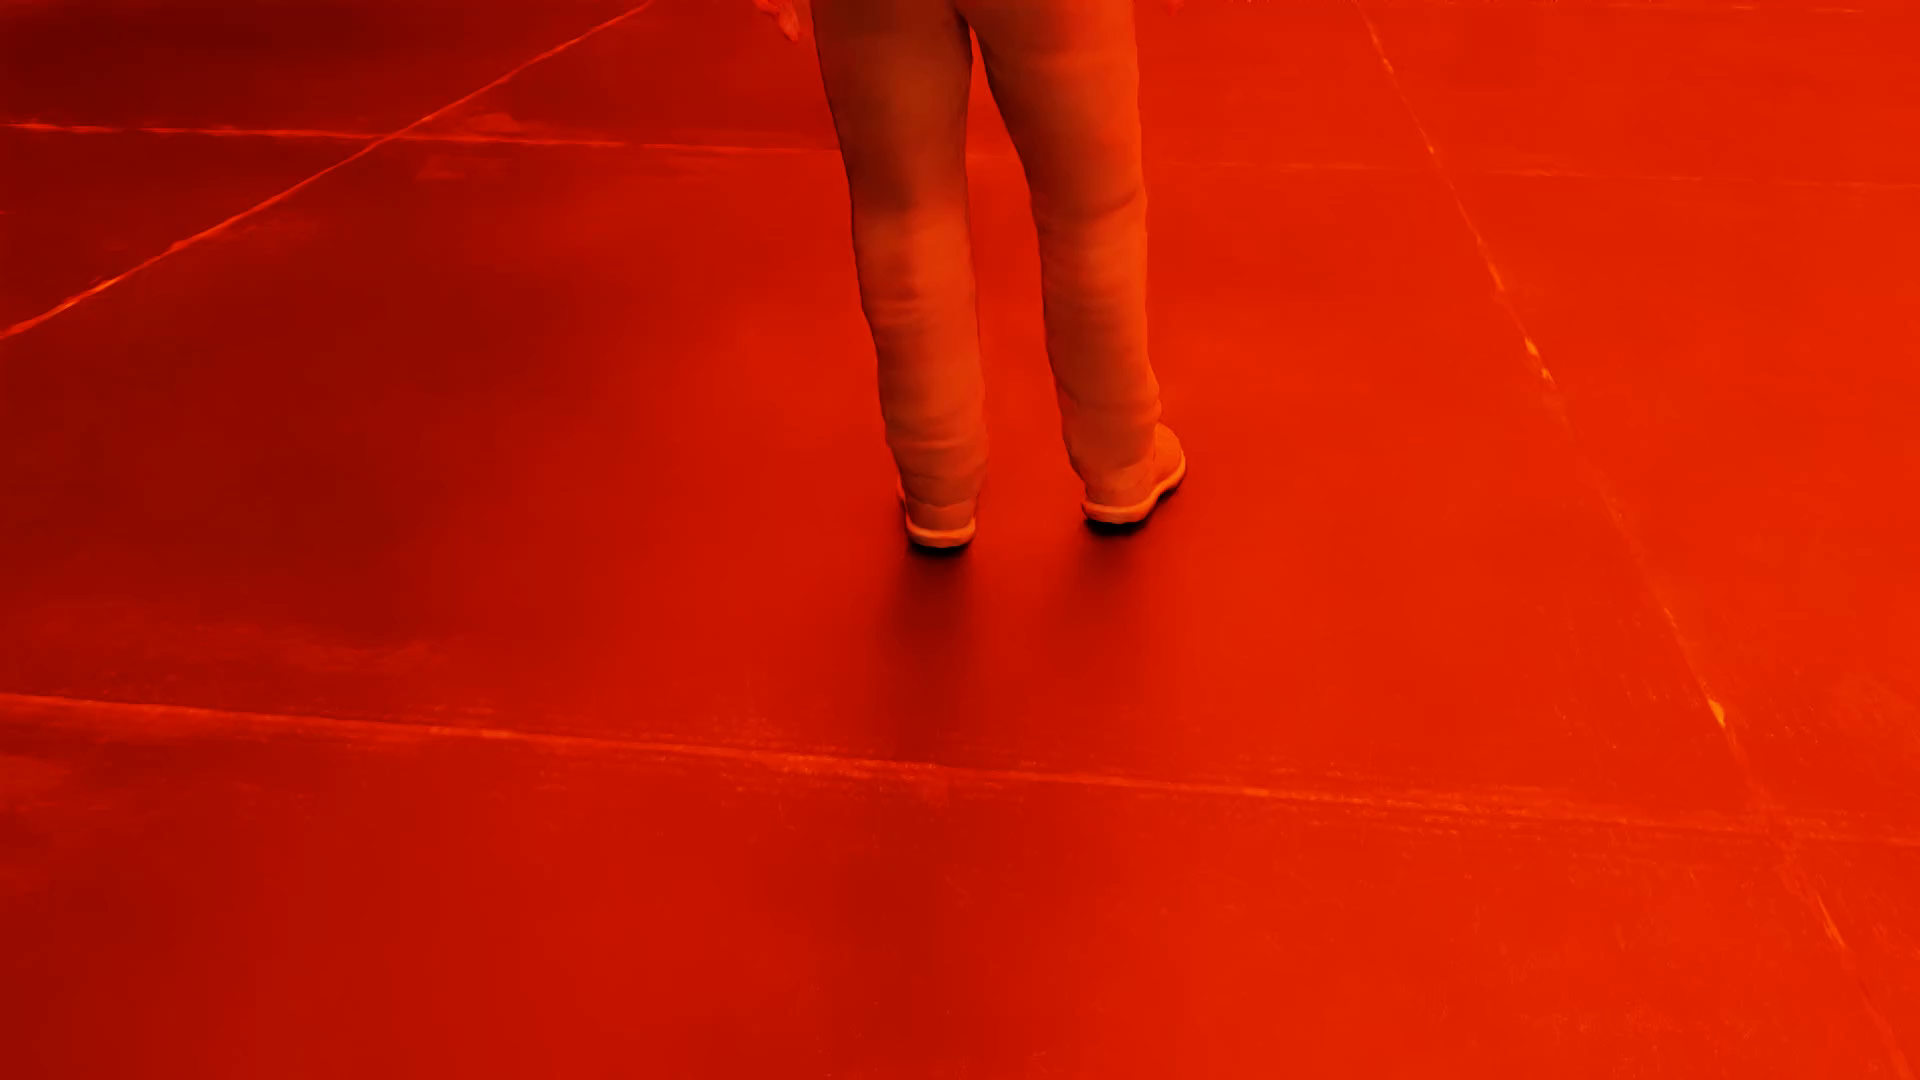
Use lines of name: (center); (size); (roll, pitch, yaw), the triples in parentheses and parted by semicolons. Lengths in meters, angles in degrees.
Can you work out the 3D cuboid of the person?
person: (0.024, -0.819, 2.189); (0.640, 1.726, 0.550); (3, 27, 7)
